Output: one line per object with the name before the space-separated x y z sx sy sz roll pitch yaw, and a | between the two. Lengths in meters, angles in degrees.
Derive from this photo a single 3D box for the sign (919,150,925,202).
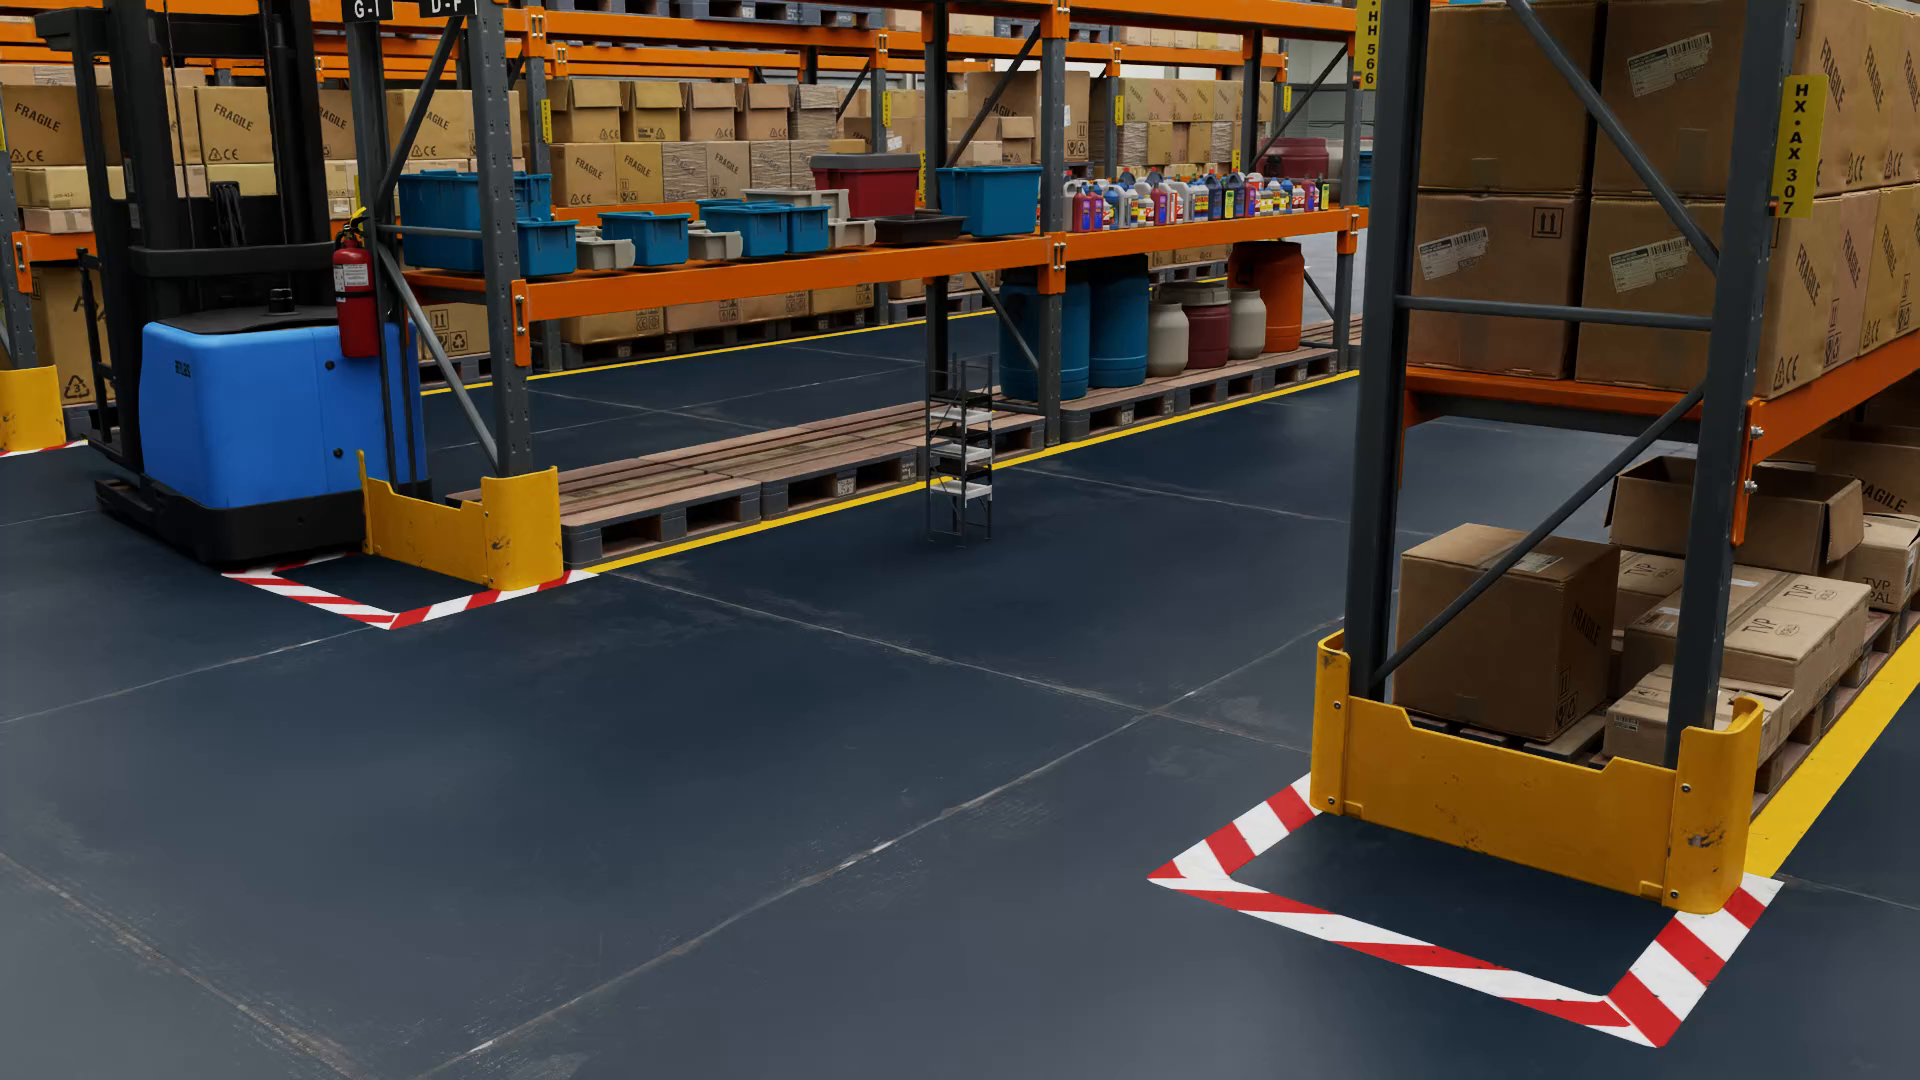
sign | -0.224 -2.339 10.675 0.100 0.325 0.005 11 18 38

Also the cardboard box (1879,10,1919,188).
cardboard box | 2.664 -1.359 5.148 0.500 0.500 0.500 12 18 38

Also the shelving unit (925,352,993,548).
shelving unit | -0.005 -0.435 8.006 0.258 0.900 0.210 11 18 38

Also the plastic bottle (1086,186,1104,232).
plastic bottle | 0.849 -2.092 10.504 0.061 0.283 0.133 11 18 38

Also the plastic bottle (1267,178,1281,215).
plastic bottle | 2.318 -2.541 12.295 0.097 0.271 0.097 0 14 0

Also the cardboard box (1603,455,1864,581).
cardboard box | 2.877 0.005 6.186 0.797 0.503 0.637 11 18 38

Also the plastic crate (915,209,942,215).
plastic crate | -0.201 -1.953 10.134 0.396 0.136 0.243 11 18 38

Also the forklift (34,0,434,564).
forklift | -3.897 -1.611 8.512 1.130 2.935 3.031 -12 19 -39

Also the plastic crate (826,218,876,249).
plastic crate | -0.658 -1.640 8.902 0.293 0.136 0.466 11 18 38

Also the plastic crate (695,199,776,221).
plastic crate | -1.220 -1.734 9.074 0.416 0.233 0.300 11 18 38

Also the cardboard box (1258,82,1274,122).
cardboard box | 3.739 -5.717 21.699 0.500 0.500 0.500 11 18 38

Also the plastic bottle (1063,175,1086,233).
plastic bottle | 0.702 -2.120 10.477 0.144 0.351 0.185 11 18 38

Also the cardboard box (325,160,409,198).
cardboard box | -4.367 -2.635 12.102 0.500 0.250 0.500 12 18 39

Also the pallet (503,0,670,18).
pallet | -3.112 -4.430 13.765 0.805 0.209 1.217 10 18 35

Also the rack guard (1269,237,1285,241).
rack guard | 3.845 -3.958 22.686 1.175 0.500 0.348 11 18 38

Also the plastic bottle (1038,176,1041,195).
plastic bottle | 0.526 -2.322 11.271 0.144 0.351 0.185 11 18 38

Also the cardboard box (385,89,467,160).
cardboard box | -4.048 -3.096 12.394 0.500 0.500 0.500 11 18 38

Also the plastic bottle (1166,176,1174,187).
plastic bottle | 1.580 -2.614 12.580 0.097 0.271 0.097 0 14 0

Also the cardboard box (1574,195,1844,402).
cardboard box | 2.023 -0.678 4.498 0.500 0.500 0.500 12 18 39

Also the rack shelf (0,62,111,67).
rack shelf | -13.964 -6.675 23.674 1.077 0.370 4.000 11 18 38

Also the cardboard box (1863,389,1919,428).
cardboard box | 4.547 -0.408 7.822 0.500 0.500 0.500 10 18 35

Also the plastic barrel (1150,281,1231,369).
plastic barrel | 1.713 -1.607 12.402 0.600 0.588 0.708 11 18 38

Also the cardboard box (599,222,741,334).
cardboard box | -2.702 -2.356 14.768 1.225 0.875 0.875 10 18 36

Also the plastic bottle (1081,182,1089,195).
plastic bottle | 0.855 -2.333 11.476 0.097 0.271 0.097 0 14 0

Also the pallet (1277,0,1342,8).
pallet | 2.160 -4.116 12.525 1.003 0.211 1.213 11 18 38

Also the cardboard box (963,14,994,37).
cardboard box | -0.003 -5.282 17.033 0.500 0.250 0.500 12 18 39

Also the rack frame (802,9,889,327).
rack frame | -1.135 -3.652 16.405 1.000 3.000 0.127 11 18 38

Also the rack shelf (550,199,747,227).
rack shelf | -2.392 -2.920 14.986 1.077 0.370 4.000 11 18 38

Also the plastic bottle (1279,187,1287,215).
plastic bottle | 2.379 -2.526 12.377 0.097 0.201 0.097 0 14 0

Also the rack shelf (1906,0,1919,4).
rack shelf | 5.310 -2.840 8.579 1.077 0.370 4.000 11 18 38

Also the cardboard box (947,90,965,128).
cardboard box | -0.439 -6.382 24.655 0.875 0.550 0.550 11 18 38

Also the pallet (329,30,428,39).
pallet | -6.323 -5.336 17.325 1.213 0.211 1.003 11 18 38

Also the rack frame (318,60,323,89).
rack frame | -8.843 -5.185 22.442 1.000 3.000 0.127 11 18 38

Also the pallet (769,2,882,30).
pallet | -1.499 -4.882 15.541 1.213 0.211 1.003 12 19 40

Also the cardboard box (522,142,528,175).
cardboard box | -3.568 -3.066 13.896 0.500 0.500 0.500 11 18 38

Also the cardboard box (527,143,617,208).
cardboard box | -3.166 -2.983 13.572 0.500 0.500 0.500 11 18 38

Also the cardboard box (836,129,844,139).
cardboard box | -1.865 -5.459 23.213 0.875 0.550 0.550 11 18 38

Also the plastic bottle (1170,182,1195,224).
plastic bottle | 1.518 -2.310 11.377 0.152 0.276 0.135 11 18 38

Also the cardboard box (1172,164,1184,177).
cardboard box | 2.514 -4.534 20.387 0.380 0.149 0.250 11 18 38

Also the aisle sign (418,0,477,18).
aisle sign | -2.125 -2.553 6.802 0.394 0.787 0.004 11 18 38

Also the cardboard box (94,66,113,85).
cardboard box | -7.850 -4.118 15.403 0.500 0.500 0.500 11 18 36

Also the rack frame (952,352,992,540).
rack frame | 0.059 -0.454 8.083 0.240 0.900 0.006 11 18 38

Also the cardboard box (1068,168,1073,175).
cardboard box | 1.285 -4.383 19.792 0.380 0.149 0.250 11 18 38

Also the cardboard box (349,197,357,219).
cardboard box | -4.394 -2.409 12.022 0.380 0.149 0.250 11 18 37

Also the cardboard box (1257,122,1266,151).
cardboard box | 3.526 -5.275 21.989 0.875 0.500 0.500 11 18 38

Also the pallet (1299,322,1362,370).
pallet | 3.234 -1.676 14.291 1.003 0.211 1.213 11 18 38

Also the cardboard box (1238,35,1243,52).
cardboard box | 3.476 -6.337 21.189 0.500 0.250 0.500 11 18 38

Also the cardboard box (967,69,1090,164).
cardboard box | 0.770 -4.781 18.781 1.000 1.000 1.000 11 18 38

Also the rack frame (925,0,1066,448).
rack frame | 0.203 -2.119 10.372 1.000 3.000 0.127 11 18 38

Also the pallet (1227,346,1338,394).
pallet | 2.254 -1.376 13.111 1.003 0.211 1.213 11 18 38

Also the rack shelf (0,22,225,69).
rack shelf | -8.701 -4.395 14.699 1.077 0.370 4.000 11 18 38
